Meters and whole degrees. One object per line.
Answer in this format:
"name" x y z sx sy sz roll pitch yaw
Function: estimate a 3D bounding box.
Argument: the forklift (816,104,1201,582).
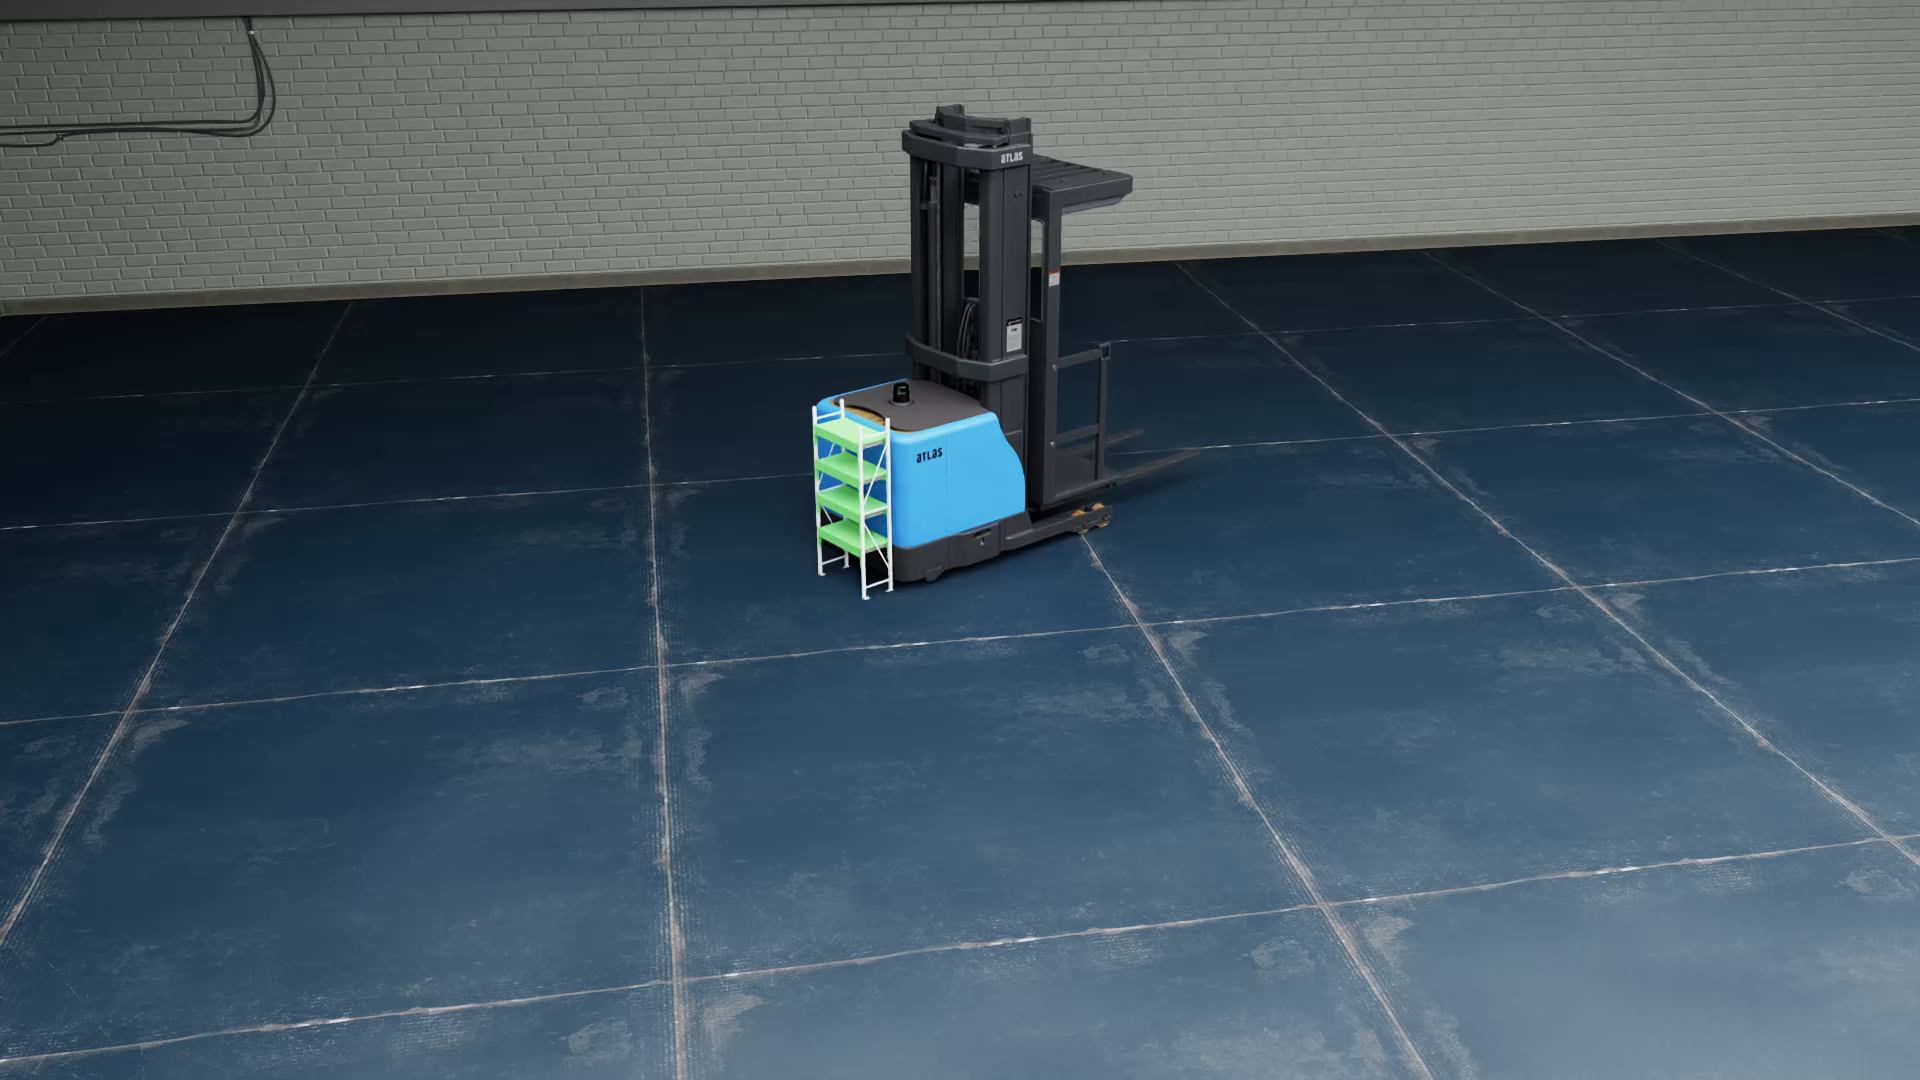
"forklift" 0.471 -1.532 11.595 3.031 2.935 1.130 -18 30 -36

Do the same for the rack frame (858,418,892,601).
"rack frame" -0.542 -0.188 10.681 0.240 1.200 0.015 -19 30 -36

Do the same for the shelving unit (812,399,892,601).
"shelving unit" -0.699 -0.263 10.853 0.258 1.200 0.503 -19 30 -36

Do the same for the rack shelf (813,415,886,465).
"rack shelf" -0.699 -0.644 10.686 0.258 0.148 0.480 -19 30 -36

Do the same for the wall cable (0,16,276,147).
"wall cable" -8.369 -5.090 16.040 3.097 2.526 0.112 -4 24 -10

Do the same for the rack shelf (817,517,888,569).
"rack shelf" -0.699 0.016 10.974 0.258 0.148 0.480 -19 30 -36

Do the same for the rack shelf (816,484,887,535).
"rack shelf" -0.699 -0.204 10.878 0.258 0.148 0.480 -19 30 -36

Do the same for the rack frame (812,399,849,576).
"rack frame" -0.856 -0.338 11.024 0.240 1.200 0.015 -19 30 -36

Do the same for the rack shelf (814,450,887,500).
"rack shelf" -0.699 -0.424 10.782 0.258 0.148 0.480 -19 30 -36
